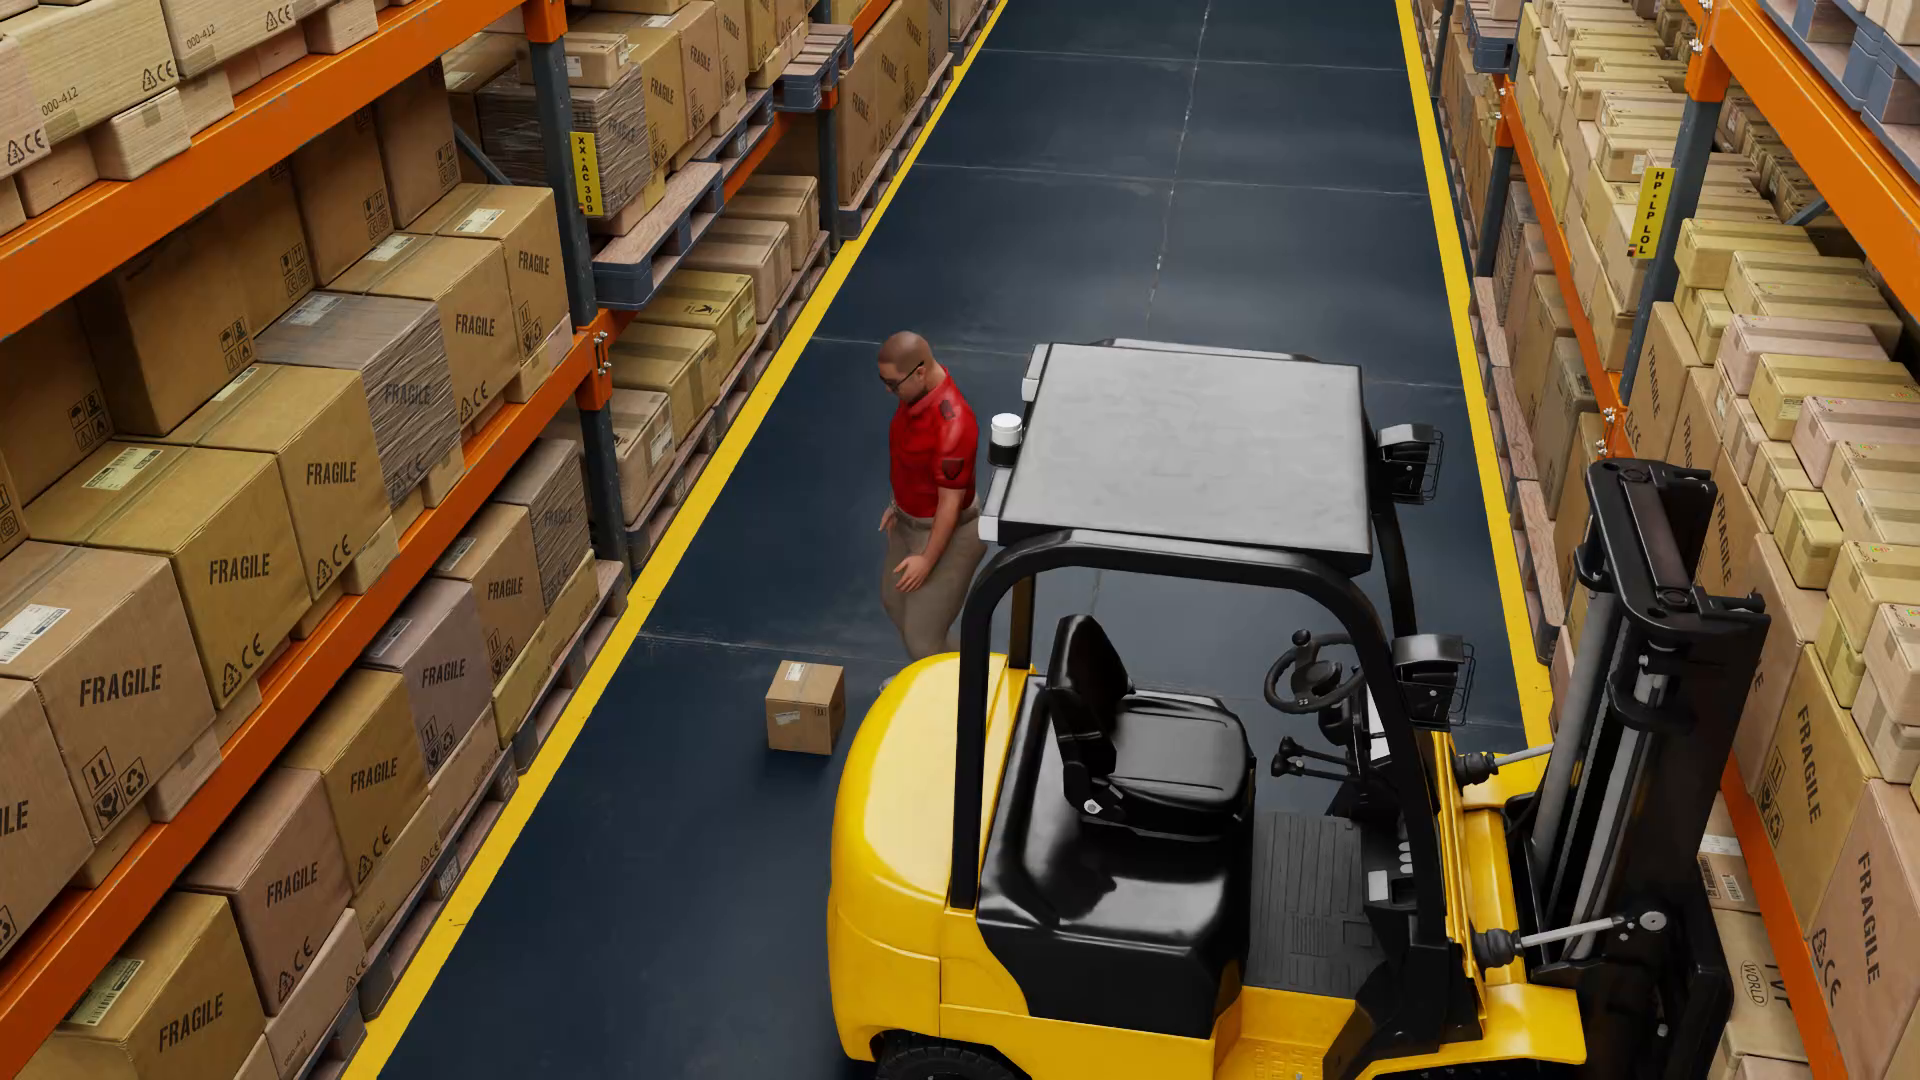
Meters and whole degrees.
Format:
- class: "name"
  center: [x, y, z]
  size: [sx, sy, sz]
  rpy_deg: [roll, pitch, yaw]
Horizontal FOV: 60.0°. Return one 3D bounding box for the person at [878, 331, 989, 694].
- class: "person"
  center: [-0.104, -0.019, 6.235]
  size: [0.410, 1.687, 0.553]
  rpy_deg: [-9, 33, -14]
